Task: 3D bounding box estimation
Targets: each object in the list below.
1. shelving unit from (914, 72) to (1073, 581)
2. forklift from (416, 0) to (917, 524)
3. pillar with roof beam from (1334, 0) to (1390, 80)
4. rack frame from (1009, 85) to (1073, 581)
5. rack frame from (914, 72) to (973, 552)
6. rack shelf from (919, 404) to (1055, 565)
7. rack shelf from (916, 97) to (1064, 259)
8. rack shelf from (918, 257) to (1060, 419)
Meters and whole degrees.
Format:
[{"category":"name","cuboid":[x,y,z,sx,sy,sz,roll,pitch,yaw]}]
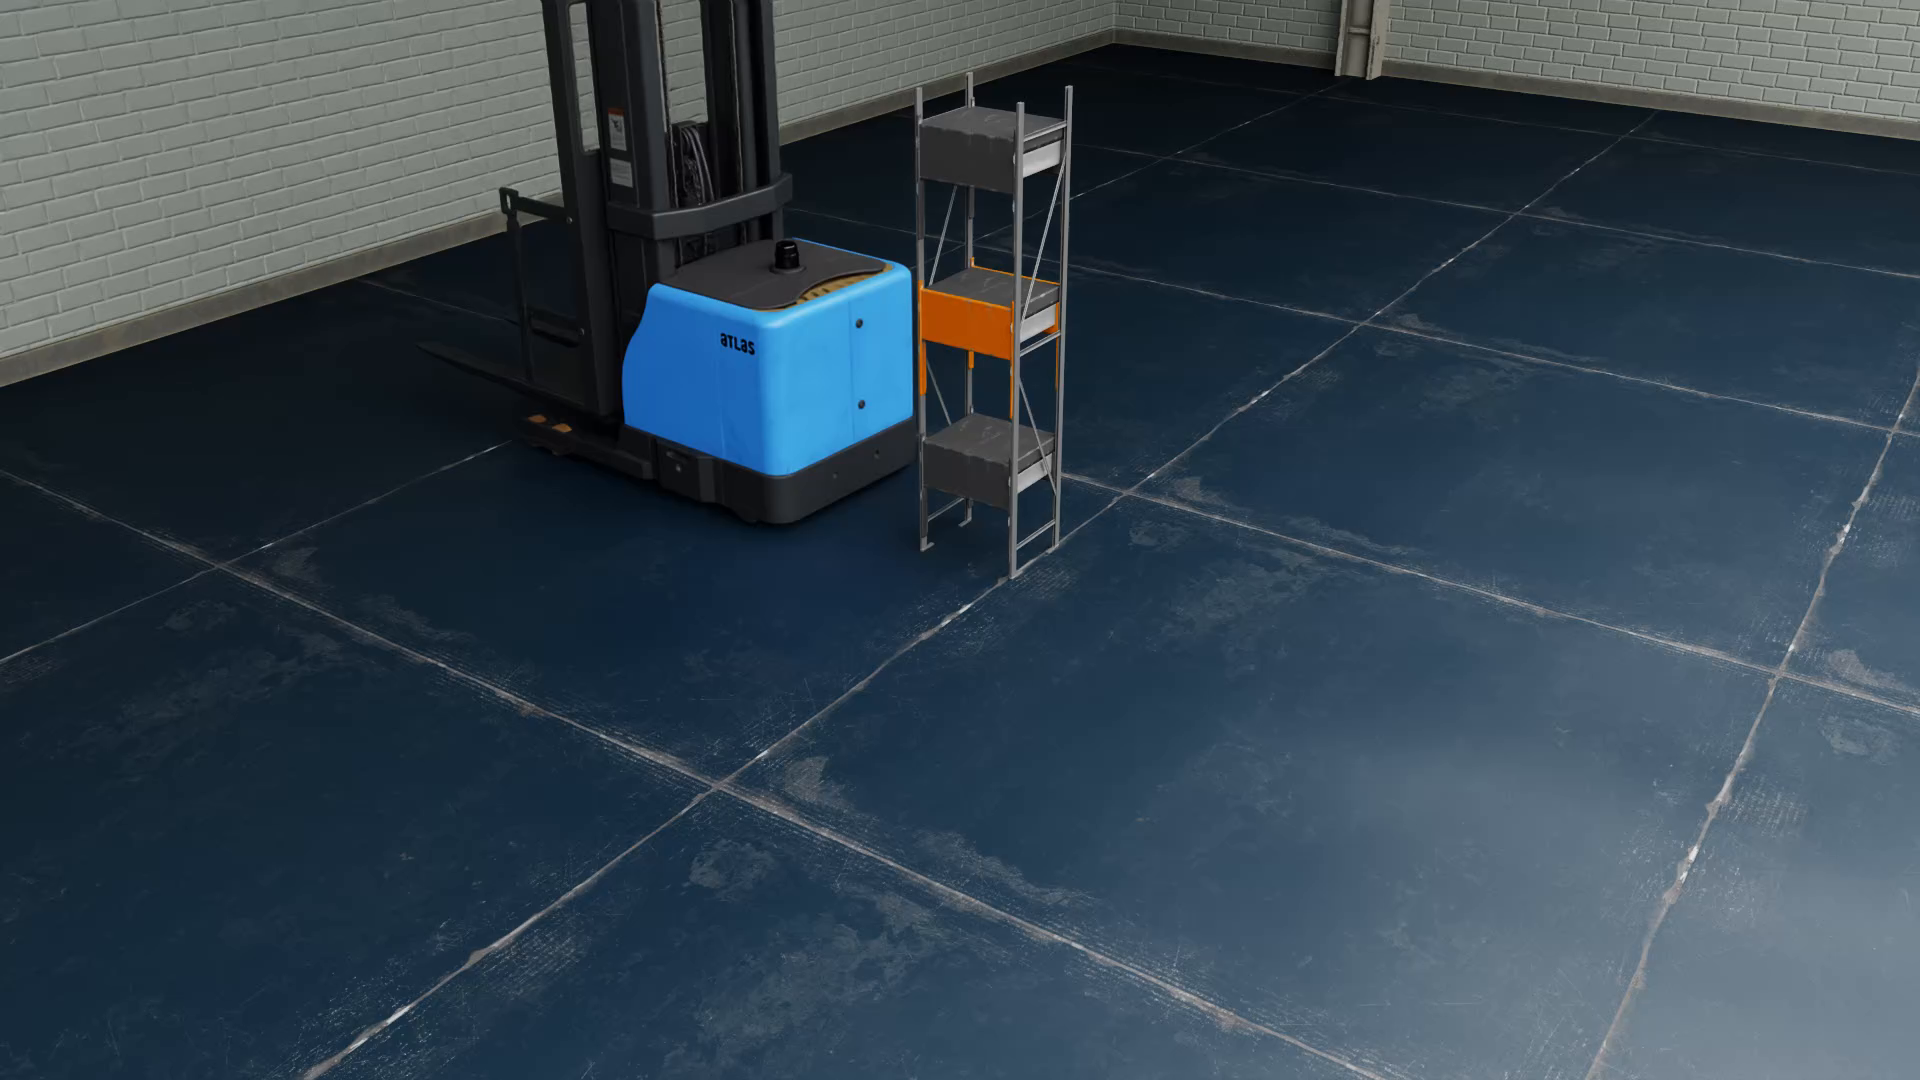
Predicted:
[{"category":"shelving unit","cuboid":[0.136,-0.893,7.190,0.503,2.100,0.431,17,32,30]},{"category":"forklift","cuboid":[-1.689,-1.908,8.267,3.031,2.935,1.130,20,33,33]},{"category":"pillar with roof beam","cuboid":[1.679,-7.210,11.996,0.400,9.000,9.100,17,32,30]},{"category":"rack frame","cuboid":[0.338,-0.831,7.067,0.015,2.100,0.400,17,32,30]},{"category":"rack frame","cuboid":[-0.065,-0.956,7.313,0.015,2.100,0.400,17,32,30]},{"category":"rack shelf","cuboid":[0.136,-0.257,7.514,0.480,0.518,0.431,17,32,30]},{"category":"rack shelf","cuboid":[0.136,-1.505,6.879,0.480,0.518,0.431,17,32,30]},{"category":"rack shelf","cuboid":[0.136,-0.881,7.196,0.480,0.518,0.431,17,32,30]}]
